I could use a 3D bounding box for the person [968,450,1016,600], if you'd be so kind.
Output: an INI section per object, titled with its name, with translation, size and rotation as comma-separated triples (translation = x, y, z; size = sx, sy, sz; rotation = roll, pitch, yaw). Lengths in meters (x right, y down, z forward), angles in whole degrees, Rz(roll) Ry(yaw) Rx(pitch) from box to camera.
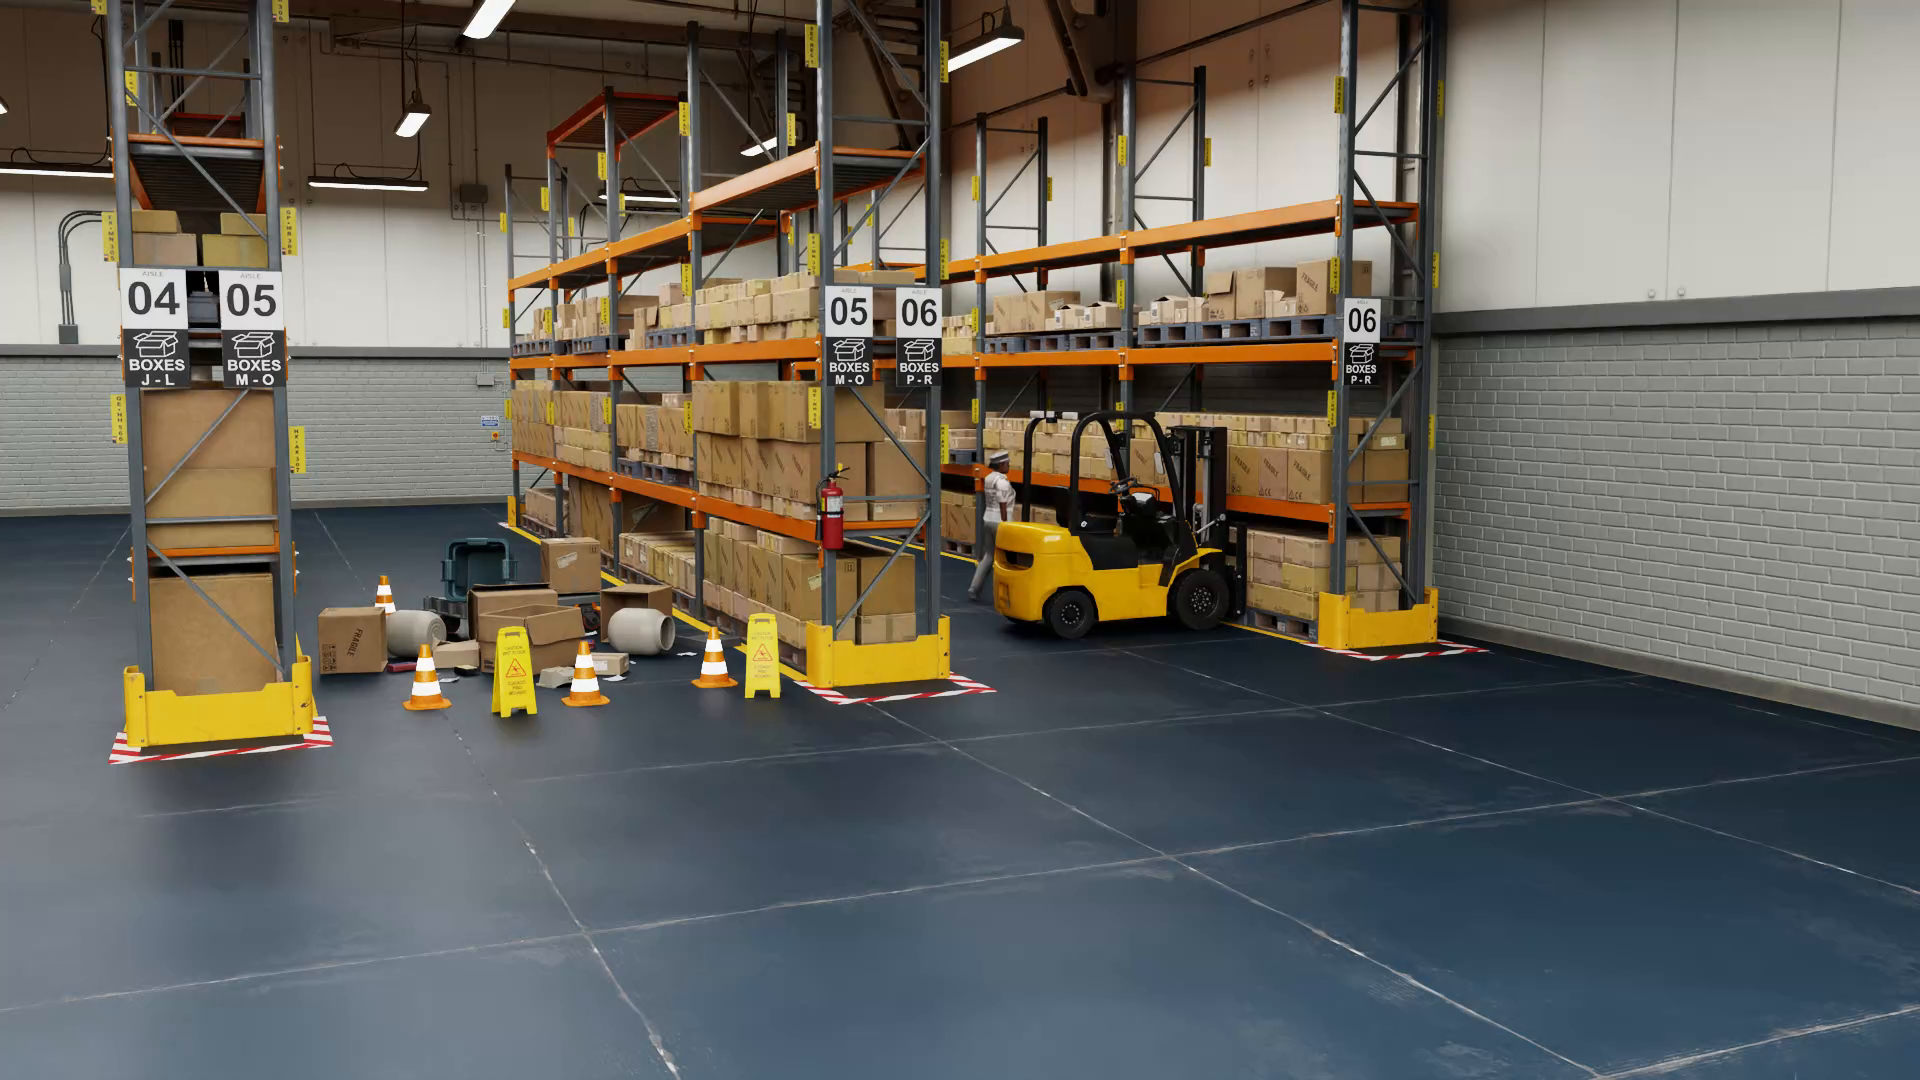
[person]
translation = 0.412, -0.124, 18.522
size = 0.554, 1.754, 0.486
rotation = -2, 6, -23
